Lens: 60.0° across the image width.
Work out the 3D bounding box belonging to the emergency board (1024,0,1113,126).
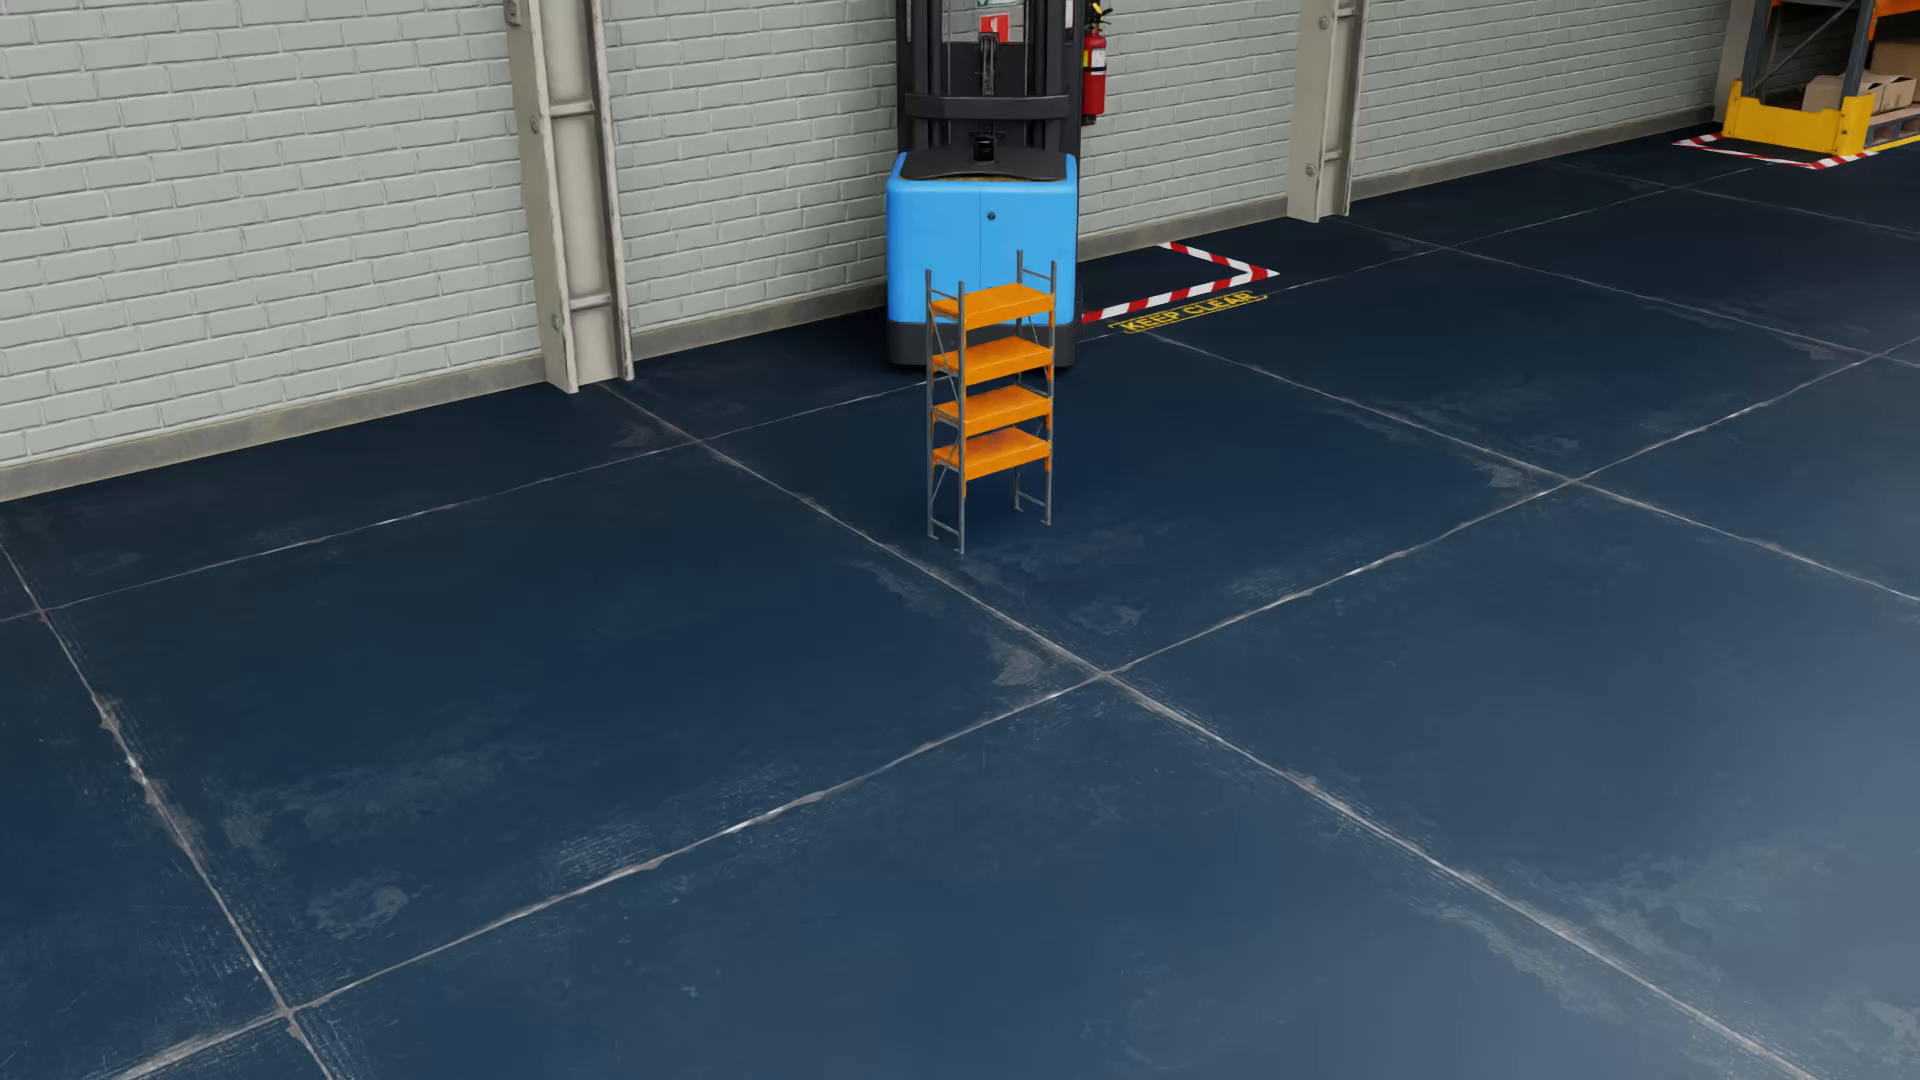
[{"bbox_3d":[0.714,-3.178,10.534,0.643,1.169,0.194,-18,31,-34],"label":"emergency board"}]

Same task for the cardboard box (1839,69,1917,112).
[{"bbox_3d":[8.435,-4.175,15.355,0.500,0.311,0.500,-15,29,-30],"label":"cardboard box"}]

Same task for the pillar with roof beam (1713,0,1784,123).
[{"bbox_3d":[10.060,-6.661,10.912,0.400,9.000,9.100,-18,31,-34],"label":"pillar with roof beam"}]

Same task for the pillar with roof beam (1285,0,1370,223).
[{"bbox_3d":[5.338,-5.102,7.554,0.400,9.000,9.100,-18,31,-34],"label":"pillar with roof beam"}]

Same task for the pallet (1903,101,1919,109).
[{"bbox_3d":[9.067,-4.167,15.977,1.213,0.211,1.003,-18,31,-34],"label":"pallet"}]

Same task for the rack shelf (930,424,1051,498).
[{"bbox_3d":[0.130,-0.346,7.202,0.480,0.148,0.258,-18,31,-34],"label":"rack shelf"}]

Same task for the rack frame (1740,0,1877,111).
[{"bbox_3d":[7.386,-4.897,14.239,0.127,3.000,1.000,-18,31,-34],"label":"rack frame"}]

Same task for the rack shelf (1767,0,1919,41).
[{"bbox_3d":[8.960,-5.090,15.510,4.000,0.370,1.077,-18,31,-34],"label":"rack shelf"}]

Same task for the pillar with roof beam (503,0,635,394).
[{"bbox_3d":[0.617,-3.544,4.196,0.400,9.000,9.100,-18,31,-34],"label":"pillar with roof beam"}]

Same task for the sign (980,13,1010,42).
[{"bbox_3d":[0.215,-3.084,10.291,0.234,0.329,0.001,-18,31,-34],"label":"sign"}]

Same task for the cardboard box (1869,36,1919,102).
[{"bbox_3d":[9.043,-4.435,15.690,0.500,0.500,0.700,-21,32,-37],"label":"cardboard box"}]

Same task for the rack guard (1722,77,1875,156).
[{"bbox_3d":[7.446,-3.783,14.808,0.348,0.500,1.175,-18,31,-34],"label":"rack guard"}]

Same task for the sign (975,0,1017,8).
[{"bbox_3d":[0.224,-3.323,10.175,0.331,0.109,0.001,-18,31,-34],"label":"sign"}]

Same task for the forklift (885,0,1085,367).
[{"bbox_3d":[0.186,-2.856,9.922,1.130,2.935,3.031,1,25,3],"label":"forklift"}]

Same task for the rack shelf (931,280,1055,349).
[{"bbox_3d":[0.130,-0.944,6.925,0.480,0.148,0.258,-18,31,-34],"label":"rack shelf"}]

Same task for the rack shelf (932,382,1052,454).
[{"bbox_3d":[0.130,-0.526,7.118,0.480,0.148,0.258,-18,31,-34],"label":"rack shelf"}]

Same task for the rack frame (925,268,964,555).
[{"bbox_3d":[-0.062,-0.524,6.953,0.015,1.200,0.240,-18,31,-34],"label":"rack frame"}]

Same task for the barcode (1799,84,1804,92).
[{"bbox_3d":[7.754,-4.168,15.329,0.075,0.075,0.001,-18,31,-34],"label":"barcode"}]

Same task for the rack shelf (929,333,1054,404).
[{"bbox_3d":[0.130,-0.729,7.024,0.480,0.148,0.258,-18,31,-34],"label":"rack shelf"}]

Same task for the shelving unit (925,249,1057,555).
[{"bbox_3d":[0.130,-0.587,7.090,0.503,1.200,0.258,-18,31,-34],"label":"shelving unit"}]

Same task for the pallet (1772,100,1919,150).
[{"bbox_3d":[8.107,-3.851,15.298,1.213,0.211,1.003,-18,31,-34],"label":"pallet"}]

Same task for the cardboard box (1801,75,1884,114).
[{"bbox_3d":[7.986,-4.027,15.035,0.500,0.311,0.500,-23,33,-40],"label":"cardboard box"}]

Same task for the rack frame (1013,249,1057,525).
[{"bbox_3d":[0.322,-0.651,7.227,0.015,1.200,0.240,-18,31,-34],"label":"rack frame"}]
